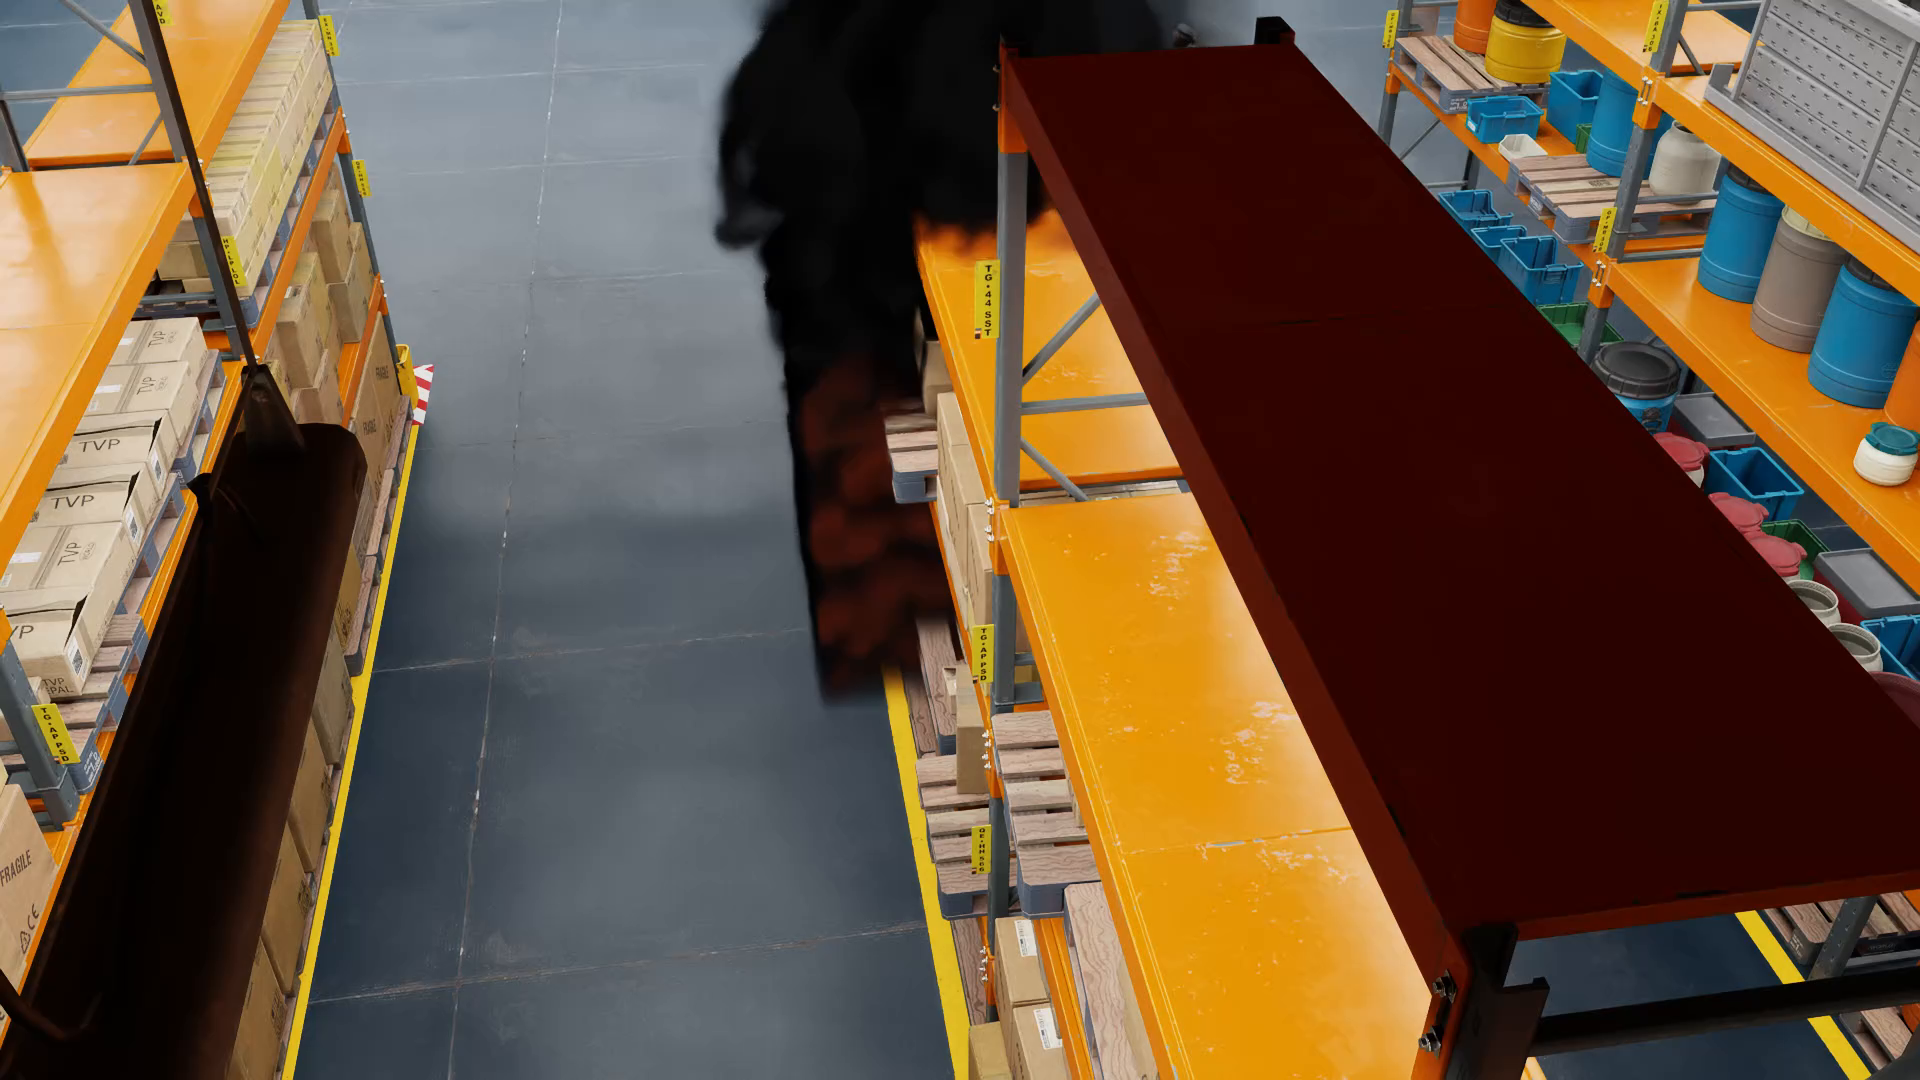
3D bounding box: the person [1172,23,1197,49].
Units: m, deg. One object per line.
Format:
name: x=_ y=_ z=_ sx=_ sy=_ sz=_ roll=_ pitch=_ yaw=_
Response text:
person: x=2.494 y=-5.037 z=18.899 sx=0.761 sy=1.697 sz=0.538 roll=6 pitch=37 yaw=8
